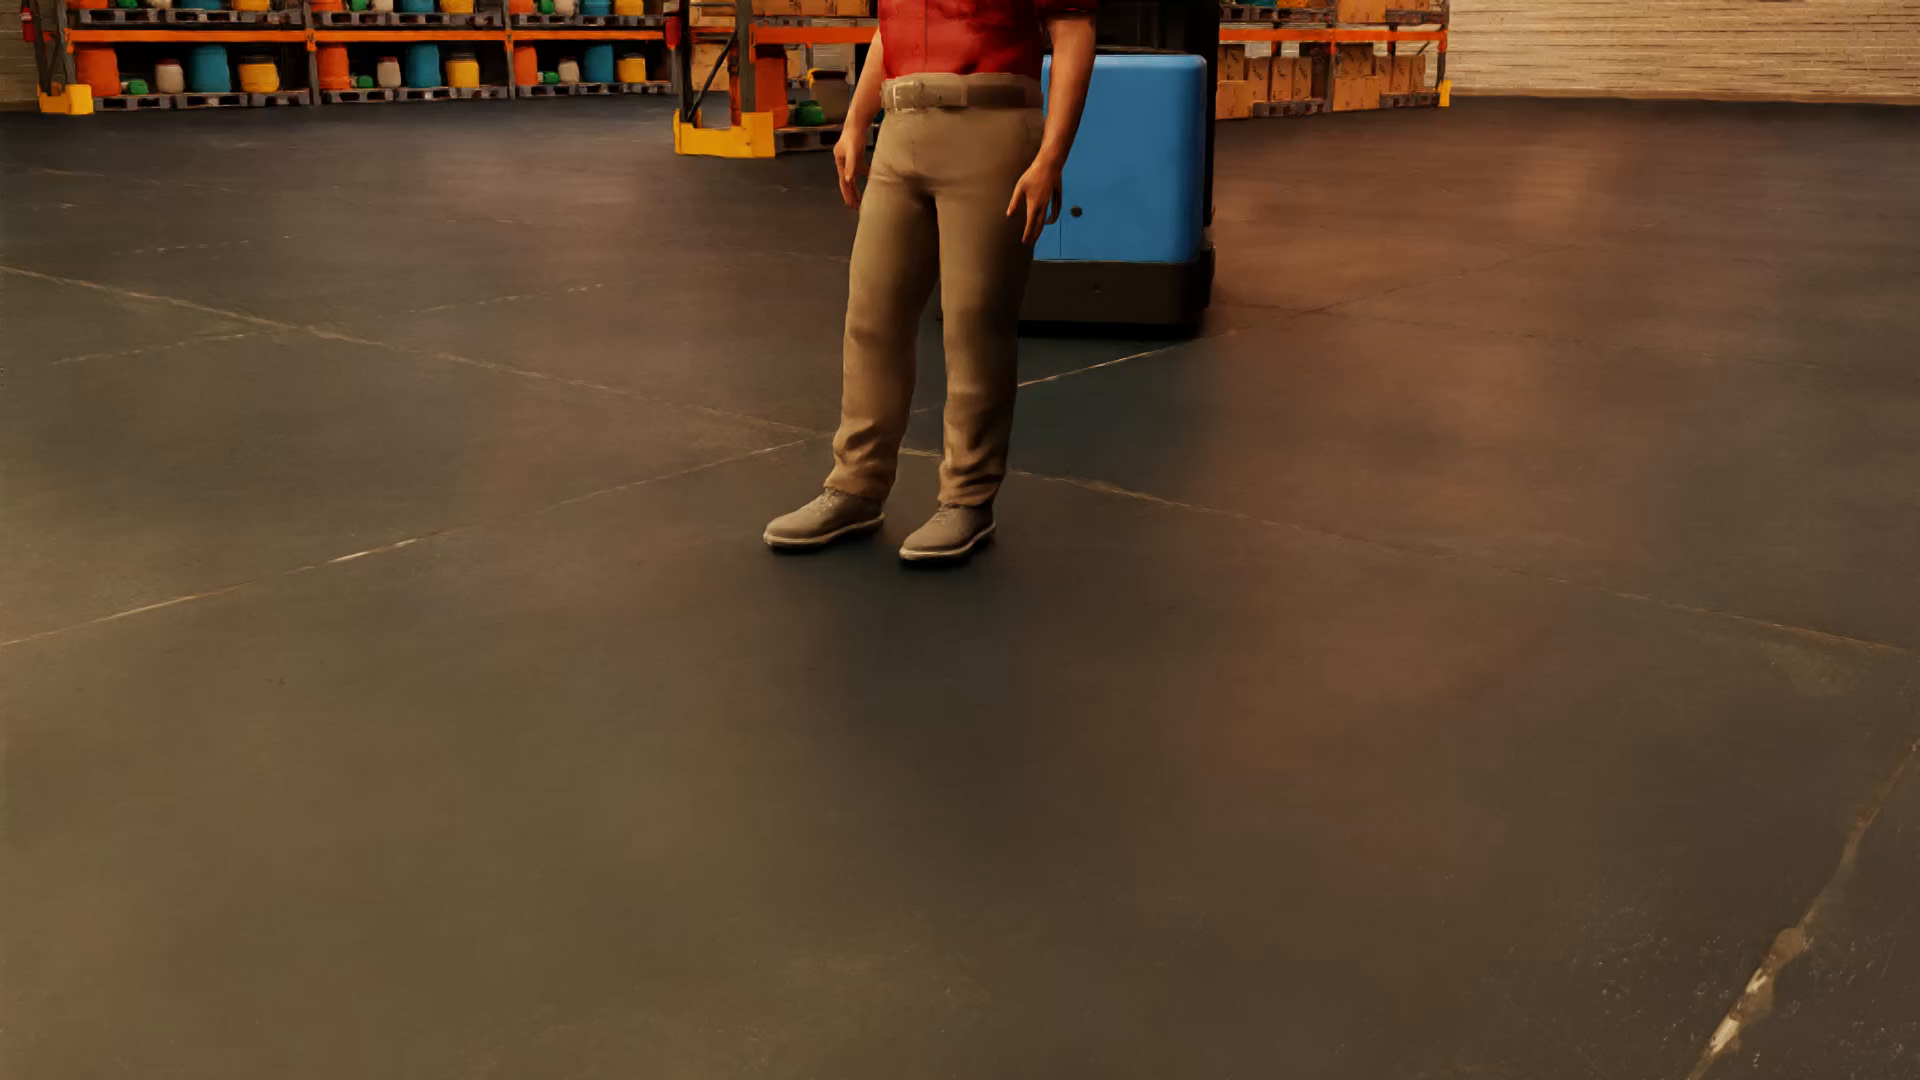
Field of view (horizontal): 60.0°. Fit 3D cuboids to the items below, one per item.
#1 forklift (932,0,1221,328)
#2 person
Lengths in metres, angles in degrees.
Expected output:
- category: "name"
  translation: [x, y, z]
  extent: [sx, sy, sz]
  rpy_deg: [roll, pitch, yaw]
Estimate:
- category: "forklift"
  translation: [0.646, -2.622, 7.534]
  extent: [1.130, 2.935, 3.031]
  rpy_deg: [3, 17, 9]
- category: "person"
  translation: [-0.066, -0.816, 3.630]
  extent: [0.640, 1.727, 0.550]
  rpy_deg: [13, 21, 37]
